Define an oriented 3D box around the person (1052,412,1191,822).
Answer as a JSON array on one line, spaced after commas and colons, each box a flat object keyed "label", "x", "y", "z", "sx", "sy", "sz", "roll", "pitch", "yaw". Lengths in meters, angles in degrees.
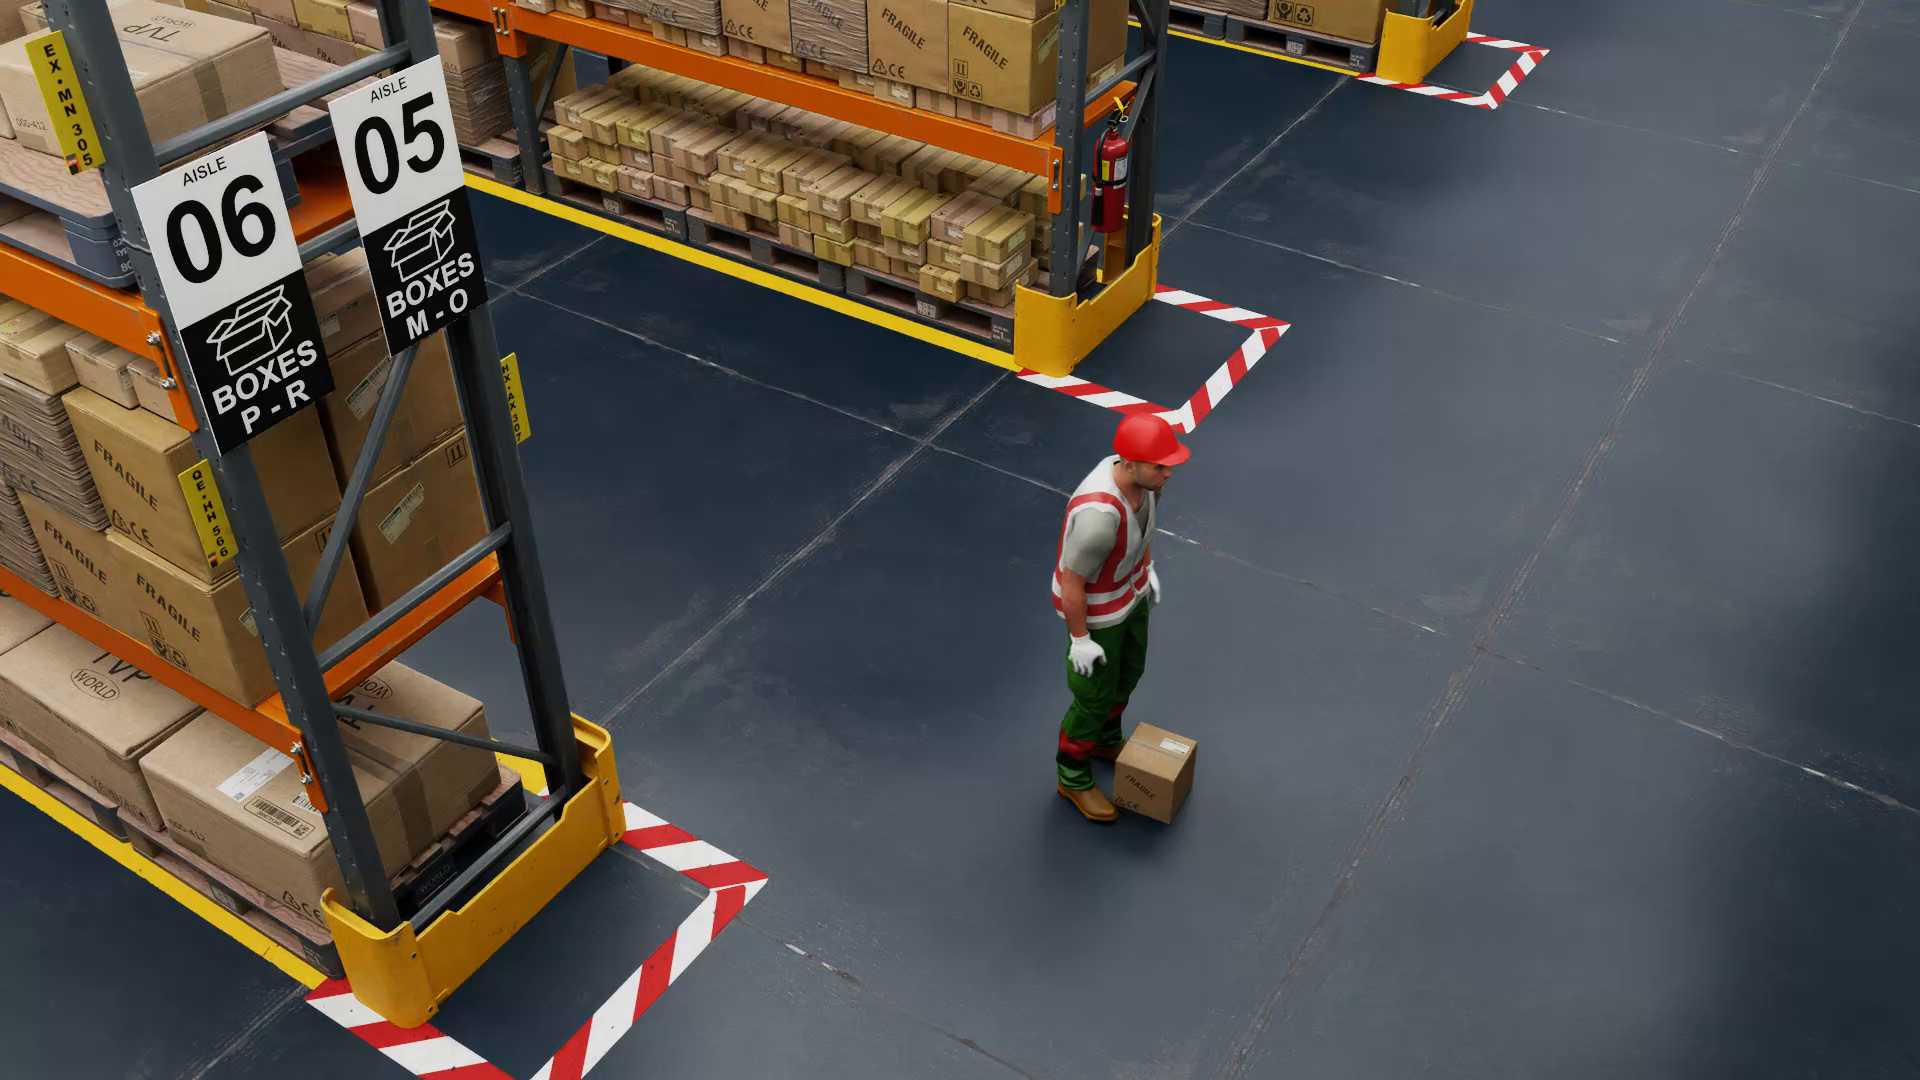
[{"label": "person", "x": 0.588, "y": 0.264, "z": 6.333, "sx": 0.453, "sy": 1.778, "sz": 0.605, "roll": 21, "pitch": 43, "yaw": 25}]
